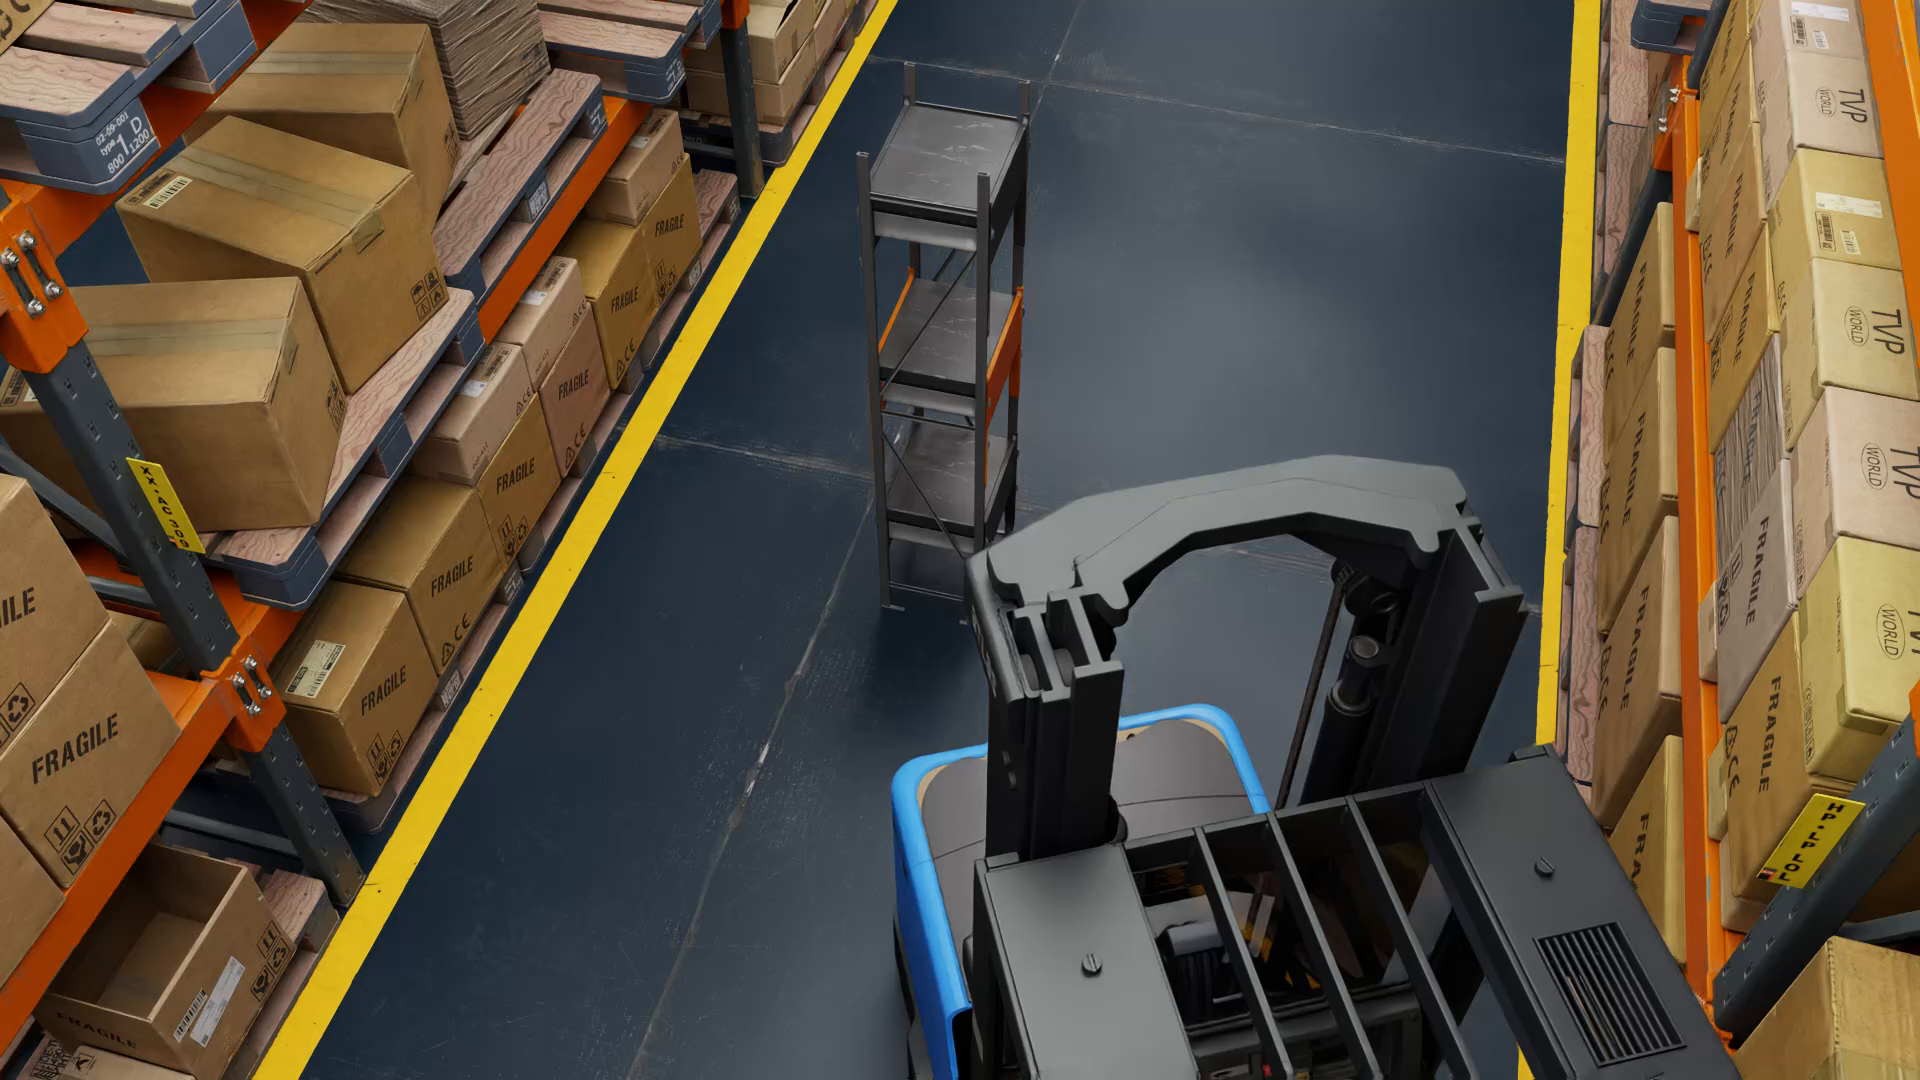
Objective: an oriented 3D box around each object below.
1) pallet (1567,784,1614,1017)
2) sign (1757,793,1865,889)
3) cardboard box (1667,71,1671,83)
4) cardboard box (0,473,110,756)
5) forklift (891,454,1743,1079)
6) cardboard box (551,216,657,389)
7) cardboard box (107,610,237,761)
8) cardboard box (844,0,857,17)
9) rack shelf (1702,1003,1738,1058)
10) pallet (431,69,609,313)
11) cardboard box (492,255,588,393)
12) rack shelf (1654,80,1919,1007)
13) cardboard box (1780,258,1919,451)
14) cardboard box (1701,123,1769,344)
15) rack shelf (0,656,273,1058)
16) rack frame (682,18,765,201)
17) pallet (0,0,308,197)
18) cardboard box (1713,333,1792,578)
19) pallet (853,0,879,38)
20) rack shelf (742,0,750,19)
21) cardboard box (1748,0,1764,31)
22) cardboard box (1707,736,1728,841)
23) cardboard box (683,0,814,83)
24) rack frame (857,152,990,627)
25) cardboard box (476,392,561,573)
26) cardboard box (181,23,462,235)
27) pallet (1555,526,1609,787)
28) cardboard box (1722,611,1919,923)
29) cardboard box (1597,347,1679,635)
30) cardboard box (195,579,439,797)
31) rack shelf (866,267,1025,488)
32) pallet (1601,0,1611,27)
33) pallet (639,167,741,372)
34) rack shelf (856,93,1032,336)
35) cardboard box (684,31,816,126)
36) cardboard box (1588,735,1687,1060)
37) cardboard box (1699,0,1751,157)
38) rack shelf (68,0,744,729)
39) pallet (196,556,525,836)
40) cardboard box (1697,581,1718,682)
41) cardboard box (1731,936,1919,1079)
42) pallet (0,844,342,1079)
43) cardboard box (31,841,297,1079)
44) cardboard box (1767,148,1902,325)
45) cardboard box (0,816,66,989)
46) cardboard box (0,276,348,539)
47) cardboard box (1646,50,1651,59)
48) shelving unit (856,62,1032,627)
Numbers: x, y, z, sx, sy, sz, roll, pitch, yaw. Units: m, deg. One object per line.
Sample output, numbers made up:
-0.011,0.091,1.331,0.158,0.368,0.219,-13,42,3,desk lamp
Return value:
2.396,1.426,5.269,1.003,0.211,1.213,12,50,10,pallet
1.740,0.620,3.402,0.100,0.325,0.005,12,50,10,sign
3.706,-2.016,7.821,0.700,0.500,0.500,11,50,10,cardboard box
-2.398,0.155,3.798,0.500,0.500,0.500,12,50,10,cardboard box
0.620,1.363,3.511,1.130,2.935,3.031,-10,49,-9,forklift
-1.618,-1.013,6.936,0.500,0.500,0.500,10,49,9,cardboard box
-2.661,0.370,5.716,0.500,0.500,0.500,11,50,10,cardboard box
-0.778,-3.083,8.943,0.500,0.250,0.500,10,49,9,cardboard box
1.739,2.761,2.711,1.077,0.370,4.000,12,50,10,rack shelf
-1.969,-1.320,5.962,1.003,0.211,1.213,12,50,10,pallet
-1.757,-0.853,6.295,0.500,0.250,0.500,11,49,9,cardboard box
2.792,-0.132,5.265,1.077,0.370,4.000,12,50,10,rack shelf
2.420,-0.435,4.273,0.500,0.250,0.500,12,50,11,cardboard box
2.665,-0.918,5.200,0.500,0.500,0.500,11,50,10,cardboard box
-3.041,1.786,3.571,1.077,0.370,4.000,12,50,10,rack shelf
-1.461,-2.792,7.132,1.000,3.000,0.127,12,50,10,rack frame
-2.275,-1.287,3.928,1.213,0.211,1.003,12,50,10,pallet
2.409,-0.178,4.547,0.500,0.500,0.500,12,50,10,cardboard box
-0.884,-3.336,9.473,1.003,0.211,1.213,12,50,10,pallet
-0.935,-4.000,8.678,1.077,0.370,4.000,12,50,10,rack shelf
2.943,-1.905,5.571,0.500,0.250,0.500,13,50,11,cardboard box
2.125,0.665,4.235,0.380,0.149,0.250,12,50,11,cardboard box
-1.040,-2.527,8.078,0.500,0.311,0.500,13,50,11,cardboard box
-0.108,-0.399,5.620,0.400,2.100,0.015,12,50,10,rack frame
-1.883,-0.267,6.277,0.500,0.500,0.500,12,50,10,cardboard box
-2.109,-1.360,5.522,0.700,0.500,0.500,0,49,0,cardboard box
2.715,0.541,6.051,1.003,0.211,1.213,12,50,10,pallet
2.144,0.555,3.900,0.500,0.500,0.500,11,49,9,cardboard box
2.762,-0.106,5.915,0.750,0.750,0.750,11,50,10,cardboard box
-2.152,0.481,5.617,0.500,0.500,0.500,10,49,8,cardboard box
-0.044,-0.566,5.786,0.431,0.518,0.480,12,50,10,rack shelf
4.168,-3.224,9.373,1.003,0.211,1.213,12,50,10,pallet
-1.694,-1.336,7.707,1.003,0.211,1.213,12,50,10,pallet
-0.044,-1.029,5.261,0.431,0.518,0.480,12,50,10,rack shelf
-1.040,-2.342,8.289,0.500,0.250,0.500,11,50,10,cardboard box
2.311,1.153,4.804,0.750,0.750,0.750,12,50,10,cardboard box
2.944,-1.654,5.850,0.500,0.500,0.500,13,50,11,cardboard box
-1.988,-1.107,6.125,1.077,0.370,4.000,12,50,10,rack shelf
-2.337,0.429,6.150,1.003,0.211,1.213,12,50,10,pallet
2.250,0.284,4.572,0.380,0.149,0.250,12,50,10,cardboard box
2.107,1.366,3.262,0.980,0.700,0.700,12,50,11,cardboard box
-2.696,1.521,5.186,1.003,0.211,1.213,12,50,10,pallet
-2.390,1.251,4.938,0.500,0.500,0.500,12,50,10,cardboard box
2.554,-0.804,4.599,0.500,0.250,0.500,11,49,9,cardboard box
-2.533,0.854,3.848,0.500,0.500,0.500,13,50,11,cardboard box
-2.174,-0.369,4.647,0.700,0.500,0.500,-3,49,-3,cardboard box
3.933,-2.748,8.467,0.700,0.500,0.500,12,50,10,cardboard box
-0.044,-0.575,5.776,0.431,2.100,0.503,12,50,10,shelving unit
